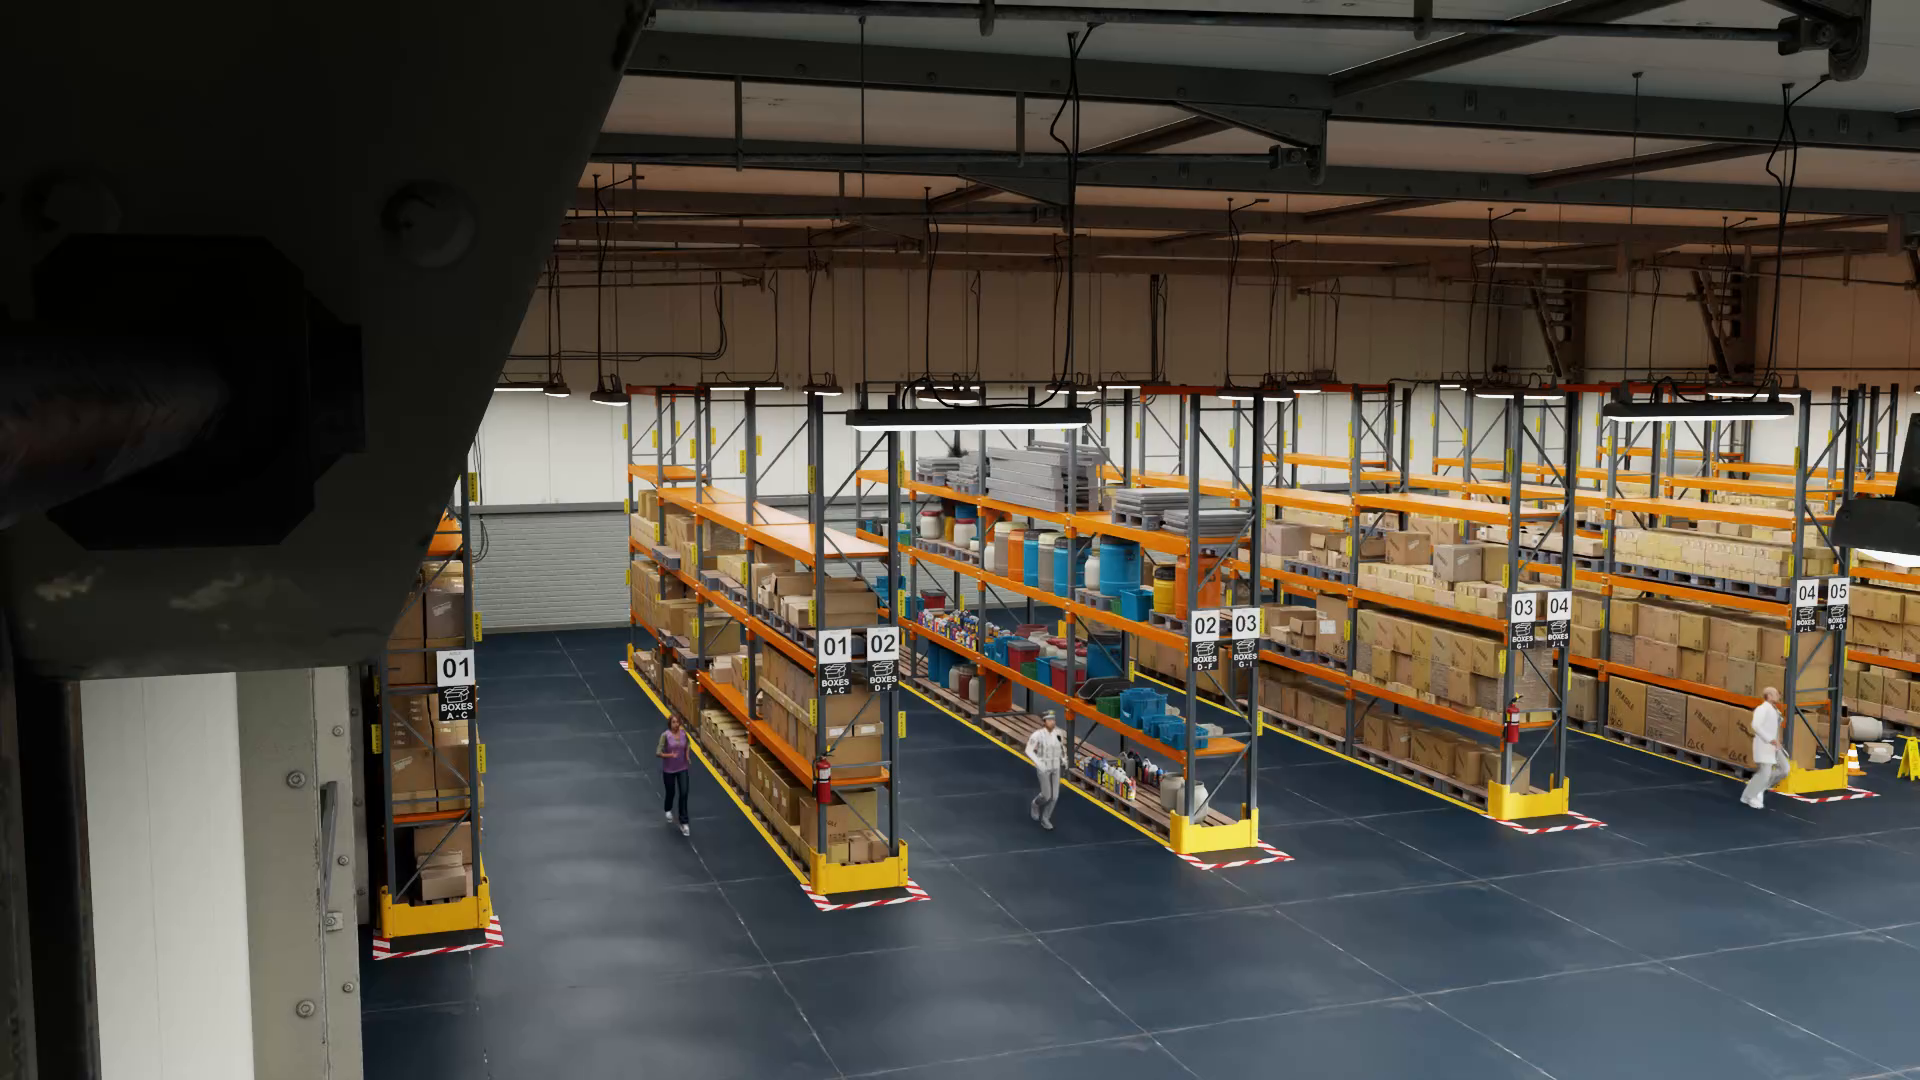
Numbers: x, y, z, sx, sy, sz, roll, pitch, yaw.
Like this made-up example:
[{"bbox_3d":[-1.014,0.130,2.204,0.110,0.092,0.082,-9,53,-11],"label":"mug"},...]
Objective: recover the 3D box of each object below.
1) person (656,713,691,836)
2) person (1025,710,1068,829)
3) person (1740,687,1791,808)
[{"bbox_3d":[-3.895,3.165,22.736,0.530,1.607,0.820,-3,6,-23],"label":"person"},{"bbox_3d":[1.217,3.145,22.907,0.599,1.652,0.539,-3,7,-26],"label":"person"},{"bbox_3d":[11.736,2.991,24.114,0.775,1.720,0.582,-5,8,-41],"label":"person"}]
